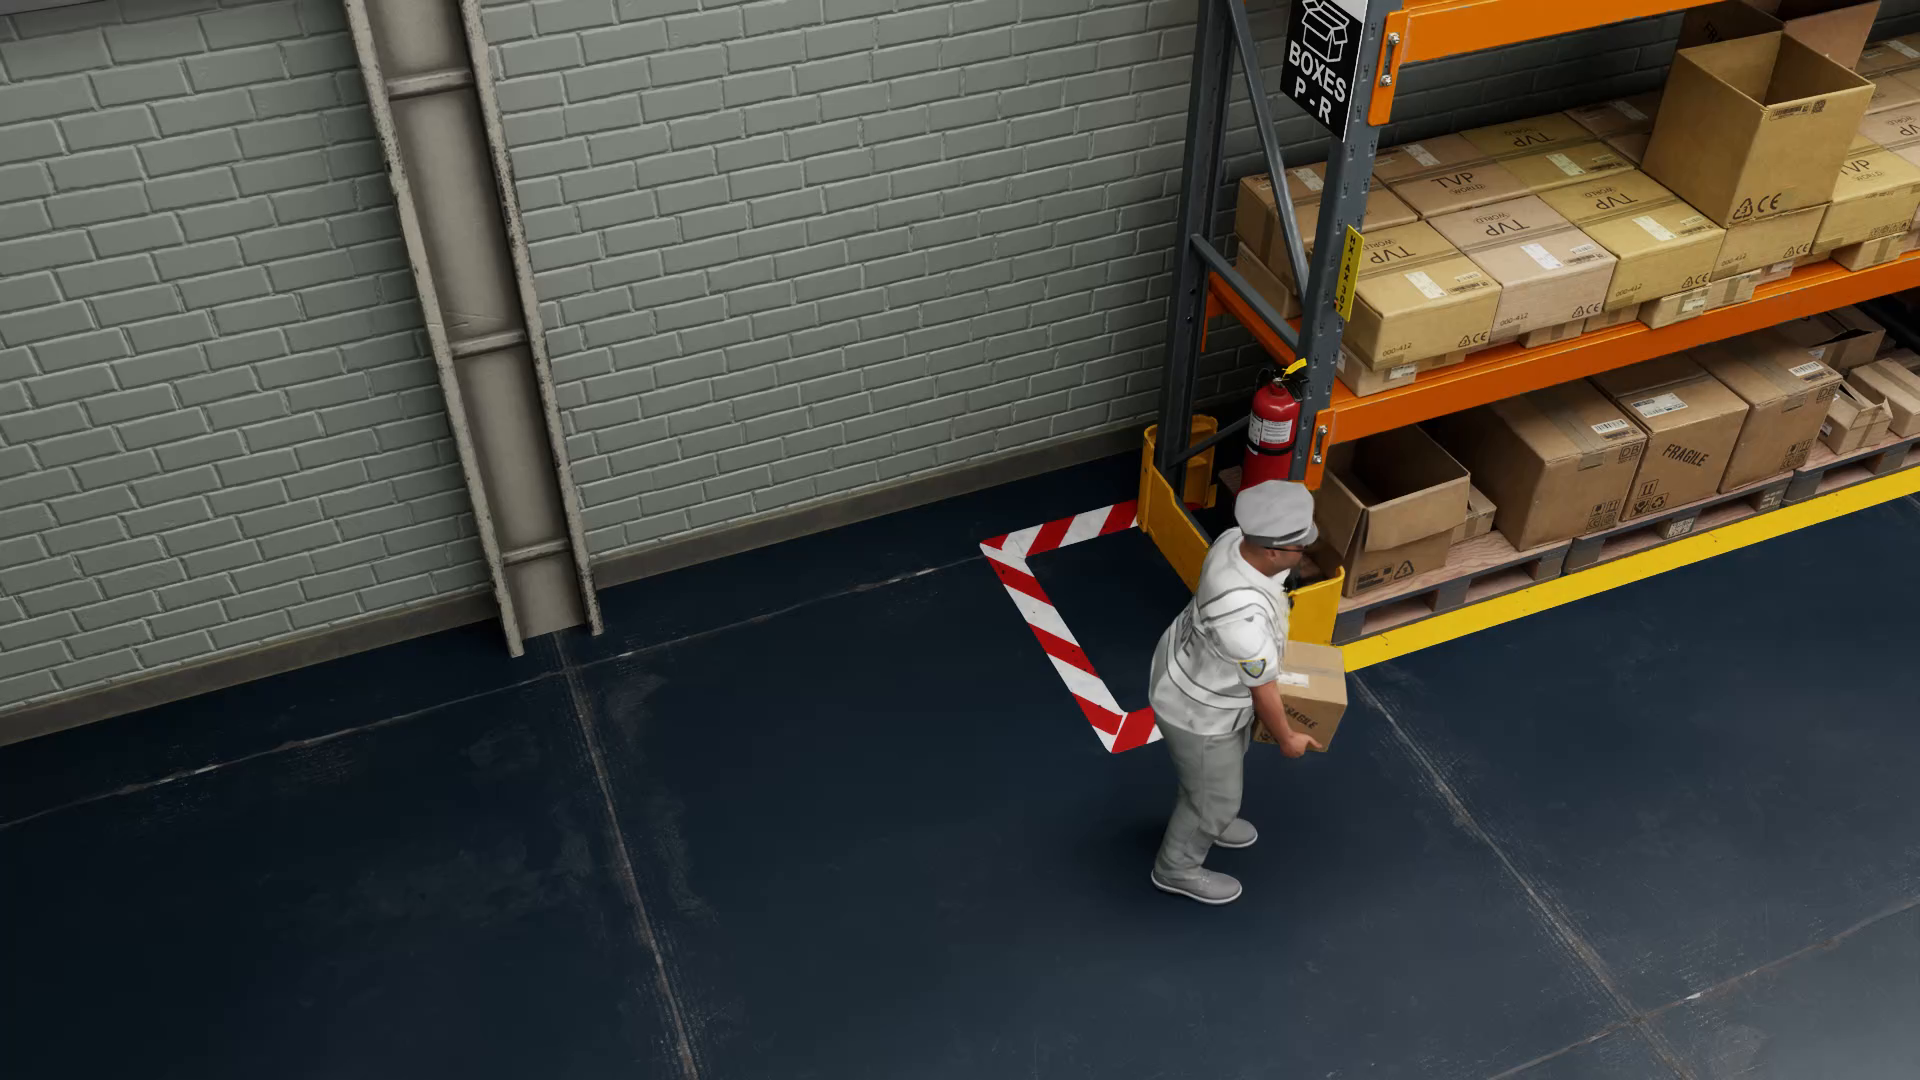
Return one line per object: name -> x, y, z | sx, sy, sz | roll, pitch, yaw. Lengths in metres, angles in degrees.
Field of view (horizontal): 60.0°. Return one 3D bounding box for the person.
person -> 0.927, 0.521, 5.578 | 0.588, 1.743, 0.484 | 7, 42, 8
